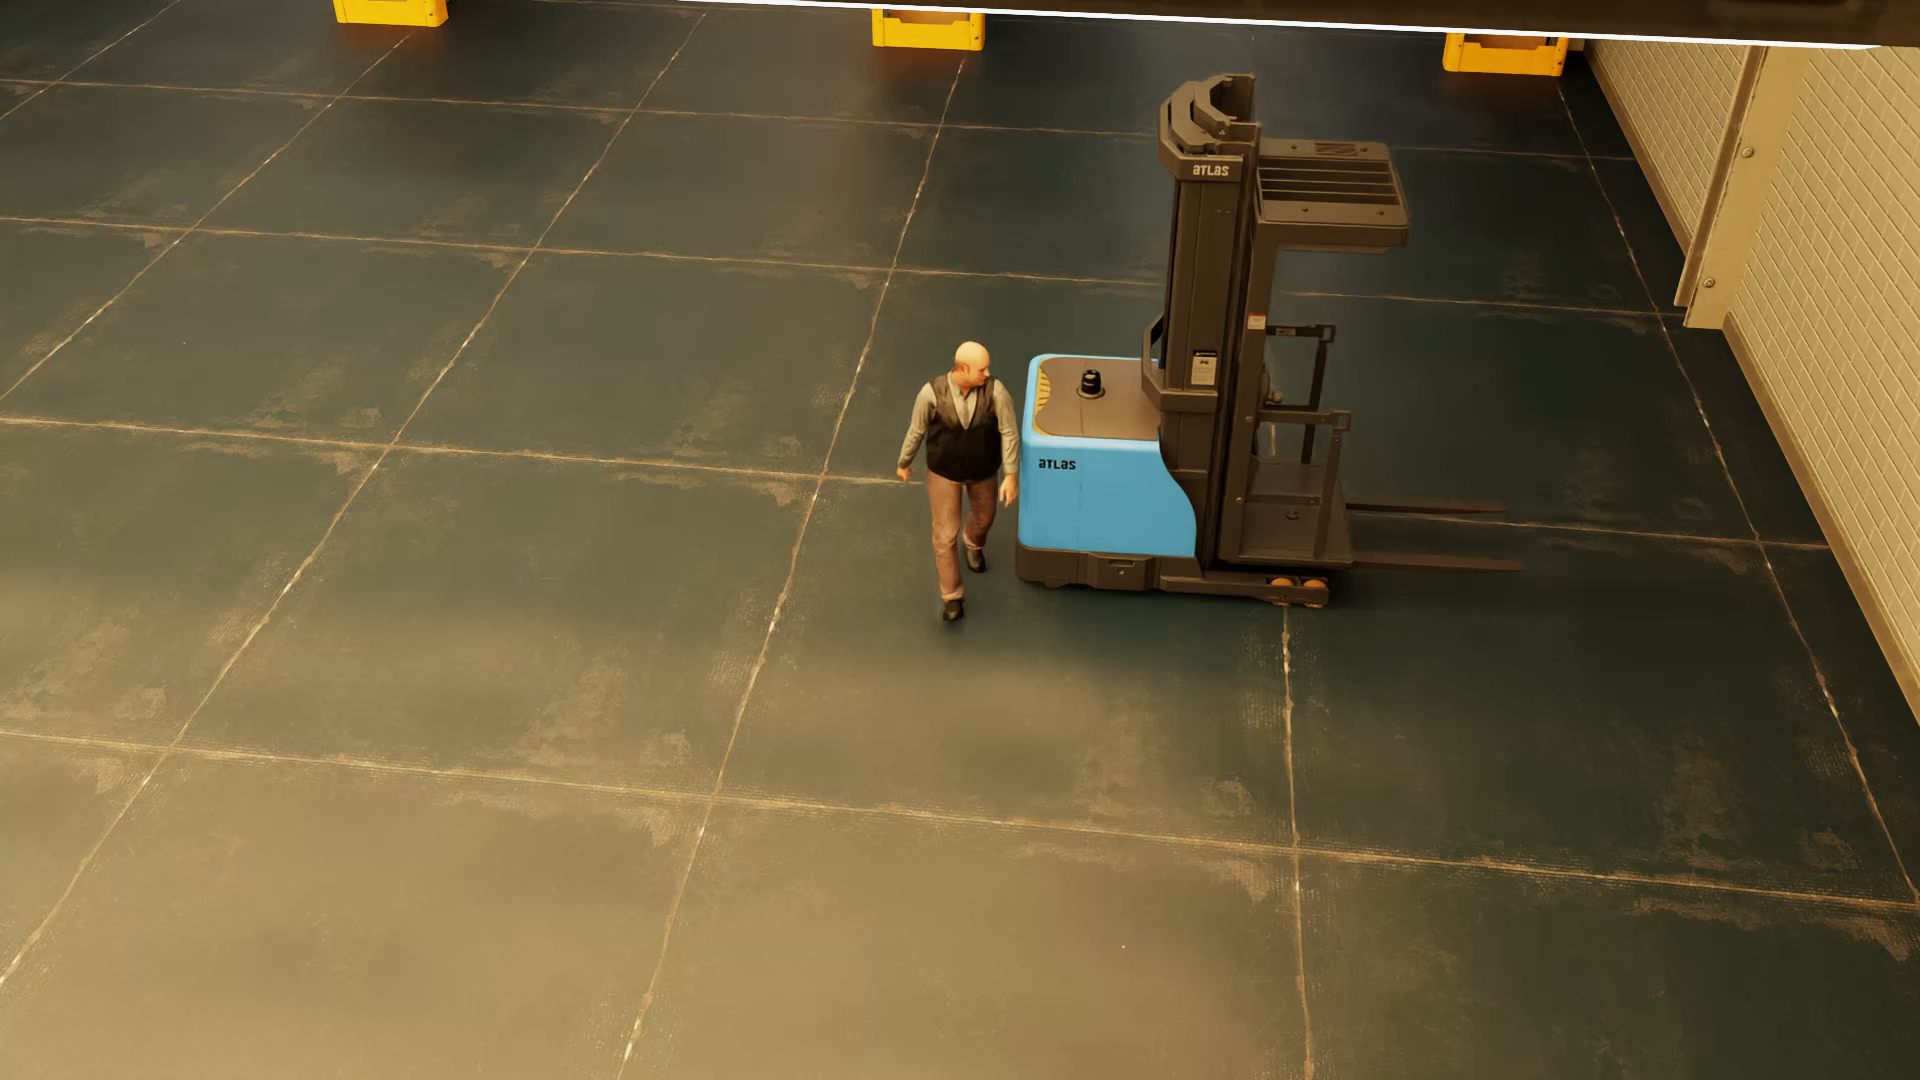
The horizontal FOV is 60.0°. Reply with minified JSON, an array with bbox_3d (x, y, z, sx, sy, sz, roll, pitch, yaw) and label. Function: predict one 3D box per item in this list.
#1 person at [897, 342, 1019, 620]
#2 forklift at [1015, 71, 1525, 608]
[{"bbox_3d":[-0.004,-0.364,9.609,0.676,1.676,0.892,-7,37,-9],"label":"person"},{"bbox_3d":[1.884,-1.106,9.531,3.031,2.935,1.130,3,37,4],"label":"forklift"}]
